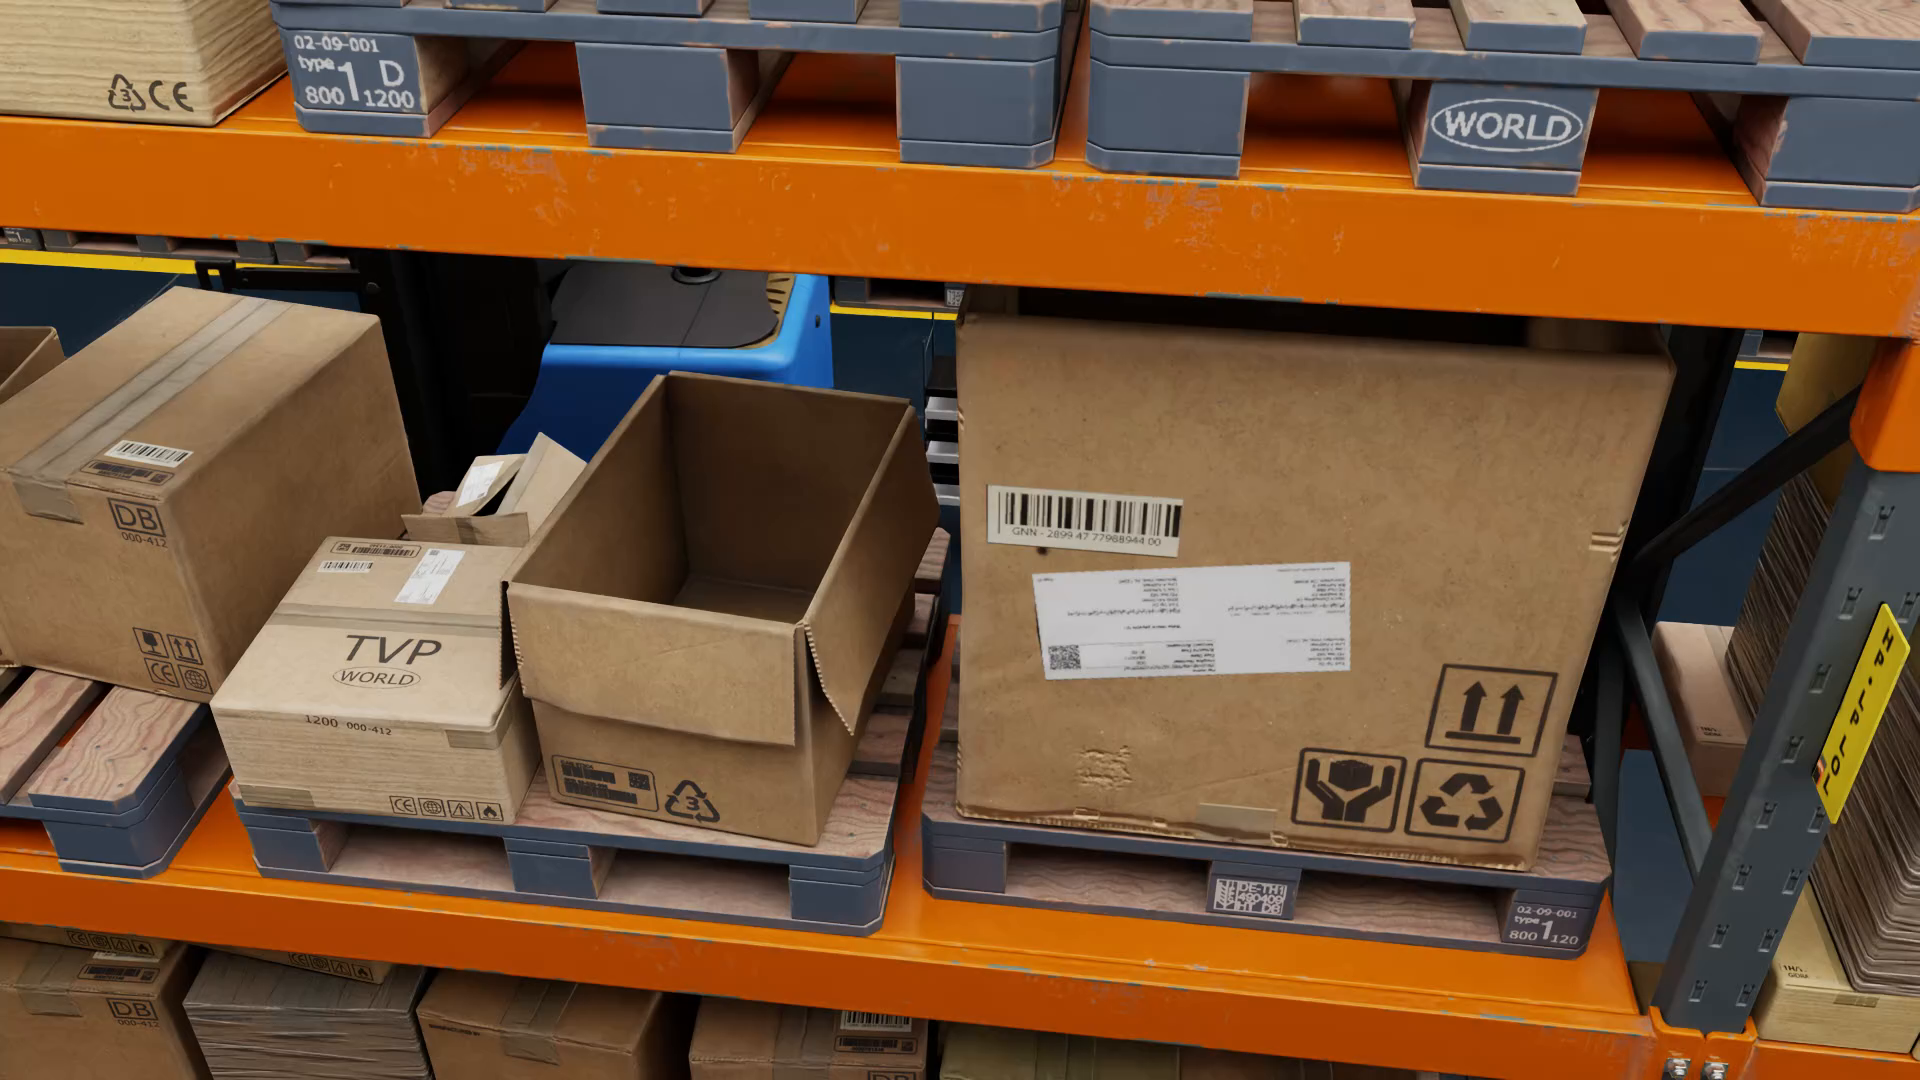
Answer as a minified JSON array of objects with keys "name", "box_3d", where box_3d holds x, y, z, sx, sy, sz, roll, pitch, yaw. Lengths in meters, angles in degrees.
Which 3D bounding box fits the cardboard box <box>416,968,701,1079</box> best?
[{"name":"cardboard box","box_3d":[-0.862,1.050,3.970,0.500,0.500,0.700,7,36,10]}]

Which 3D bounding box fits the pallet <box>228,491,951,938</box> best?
[{"name":"pallet","box_3d":[-0.675,0.303,3.409,1.213,0.211,1.003,4,36,6]}]

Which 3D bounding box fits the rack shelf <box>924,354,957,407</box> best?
[{"name":"rack shelf","box_3d":[3.556,-4.828,9.708,5.840,2.546,12.311,4,36,6]}]

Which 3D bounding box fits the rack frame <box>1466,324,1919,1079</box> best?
[{"name":"rack frame","box_3d":[1.324,0.398,3.110,0.127,3.000,1.000,4,36,6]}]

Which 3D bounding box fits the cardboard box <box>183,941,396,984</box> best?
[{"name":"cardboard box","box_3d":[-1.448,0.701,3.814,0.500,0.250,0.500,8,36,11]}]

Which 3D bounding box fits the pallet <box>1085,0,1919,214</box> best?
[{"name":"pallet","box_3d":[0.725,-0.854,2.444,1.003,0.211,1.213,4,36,6]}]

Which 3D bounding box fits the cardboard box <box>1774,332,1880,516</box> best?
[{"name":"cardboard box","box_3d":[1.805,-0.296,2.880,0.500,0.500,0.500,4,36,6]}]

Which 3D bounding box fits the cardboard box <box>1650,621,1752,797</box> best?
[{"name":"cardboard box","box_3d":[1.574,0.347,3.398,0.250,0.149,0.380,4,36,6]}]

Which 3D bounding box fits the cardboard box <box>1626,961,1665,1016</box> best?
[{"name":"cardboard box","box_3d":[1.715,1.297,3.641,0.500,0.500,0.500,3,36,5]}]

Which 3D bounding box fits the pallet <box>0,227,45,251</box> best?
[{"name":"pallet","box_3d":[-5.107,-1.853,8.664,1.213,0.211,1.003,4,36,6]}]

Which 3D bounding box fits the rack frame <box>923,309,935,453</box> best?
[{"name":"rack frame","box_3d":[-0.109,-0.374,6.000,0.006,0.900,0.240,4,36,6]}]

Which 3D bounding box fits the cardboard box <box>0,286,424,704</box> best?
[{"name":"cardboard box","box_3d":[-1.537,-0.109,3.373,0.500,0.500,0.700,9,37,13]}]

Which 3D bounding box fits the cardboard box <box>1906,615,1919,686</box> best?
[{"name":"cardboard box","box_3d":[1.738,0.009,2.453,0.500,0.500,0.500,4,36,6]}]

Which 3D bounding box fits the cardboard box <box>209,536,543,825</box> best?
[{"name":"cardboard box","box_3d":[-1.011,0.249,3.087,0.500,0.250,0.500,3,36,5]}]

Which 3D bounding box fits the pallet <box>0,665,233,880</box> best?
[{"name":"pallet","box_3d":[-1.923,0.171,3.593,1.003,0.211,1.213,4,36,6]}]

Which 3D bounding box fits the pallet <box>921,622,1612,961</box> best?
[{"name":"pallet","box_3d":[0.584,0.336,3.363,1.213,0.211,1.003,4,36,6]}]

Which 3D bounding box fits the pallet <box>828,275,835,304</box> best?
[{"name":"pallet","box_3d":[-1.139,-1.512,8.186,1.213,0.211,1.003,4,36,6]}]

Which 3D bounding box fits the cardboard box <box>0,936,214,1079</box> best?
[{"name":"cardboard box","box_3d":[-1.977,0.978,4.070,0.500,0.500,0.700,2,36,3]}]

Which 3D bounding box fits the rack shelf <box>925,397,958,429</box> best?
[{"name":"rack shelf","box_3d":[-0.008,-0.486,5.904,0.200,0.077,0.258,4,36,6]}]

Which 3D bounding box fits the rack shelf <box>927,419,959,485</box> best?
[{"name":"rack shelf","box_3d":[-0.008,-0.338,6.010,0.200,0.252,0.258,4,36,6]}]

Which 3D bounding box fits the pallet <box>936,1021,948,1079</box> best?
[{"name":"pallet","box_3d":[-0.662,1.387,4.124,1.213,0.211,1.003,4,36,6]}]

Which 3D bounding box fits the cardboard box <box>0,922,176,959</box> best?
[{"name":"cardboard box","box_3d":[-1.975,0.667,3.860,0.500,0.250,0.500,6,36,8]}]

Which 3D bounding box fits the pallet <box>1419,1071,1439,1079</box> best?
[{"name":"pallet","box_3d":[0.551,1.476,4.000,1.213,0.211,1.003,4,36,6]}]

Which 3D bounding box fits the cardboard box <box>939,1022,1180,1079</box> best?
[{"name":"cardboard box","box_3d":[0.247,1.132,3.854,0.500,0.500,0.700,4,36,6]}]

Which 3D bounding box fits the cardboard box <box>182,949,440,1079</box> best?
[{"name":"cardboard box","box_3d":[-1.425,1.012,4.023,0.500,0.500,0.700,1,36,2]}]

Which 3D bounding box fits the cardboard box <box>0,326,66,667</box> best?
[{"name":"cardboard box","box_3d":[-2.103,-0.093,3.350,0.500,0.500,0.500,0,36,0]}]

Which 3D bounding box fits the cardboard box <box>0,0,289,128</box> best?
[{"name":"cardboard box","box_3d":[-1.190,-0.806,2.344,0.500,0.250,0.500,5,36,7]}]

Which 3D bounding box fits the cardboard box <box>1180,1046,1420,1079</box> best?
[{"name":"cardboard box","box_3d":[0.717,1.178,3.790,0.500,0.500,0.700,2,36,2]}]

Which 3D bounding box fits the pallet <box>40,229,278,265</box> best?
[{"name":"pallet","box_3d":[-3.893,-1.764,8.540,1.213,0.211,1.003,4,36,6]}]

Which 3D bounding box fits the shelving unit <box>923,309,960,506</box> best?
[{"name":"shelving unit","box_3d":[3.554,-4.564,9.896,5.845,3.194,12.311,4,36,6]}]

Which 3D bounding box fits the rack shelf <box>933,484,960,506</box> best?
[{"name":"rack shelf","box_3d":[-0.008,-0.193,6.113,0.200,0.077,0.258,4,36,6]}]

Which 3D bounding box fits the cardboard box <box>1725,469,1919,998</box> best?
[{"name":"cardboard box","box_3d":[1.762,0.305,2.898,0.500,0.500,0.875,4,36,6]}]

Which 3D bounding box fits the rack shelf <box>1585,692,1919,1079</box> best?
[{"name":"rack shelf","box_3d":[3.307,0.839,3.112,4.000,0.370,1.077,4,36,6]}]

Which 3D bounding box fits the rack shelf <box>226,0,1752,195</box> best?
[{"name":"rack shelf","box_3d":[-0.660,-0.787,2.578,3.809,0.052,0.919,4,36,6]}]

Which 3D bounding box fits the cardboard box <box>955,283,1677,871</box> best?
[{"name":"cardboard box","box_3d":[0.554,-0.157,3.009,1.000,1.000,1.000,4,36,6]}]

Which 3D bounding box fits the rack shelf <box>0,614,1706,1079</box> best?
[{"name":"rack shelf","box_3d":[-0.660,0.543,3.527,4.000,0.370,1.077,4,36,6]}]

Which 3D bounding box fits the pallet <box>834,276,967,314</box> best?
[{"name":"pallet","box_3d":[0.067,-1.420,8.058,1.213,0.211,1.003,4,36,6]}]

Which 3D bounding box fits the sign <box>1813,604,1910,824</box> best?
[{"name":"sign","box_3d":[1.257,0.247,2.326,0.005,0.325,0.100,4,36,6]}]

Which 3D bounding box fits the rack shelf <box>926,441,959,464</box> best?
[{"name":"rack shelf","box_3d":[-0.008,-0.340,6.009,0.200,0.077,0.258,4,36,6]}]

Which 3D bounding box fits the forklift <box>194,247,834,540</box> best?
[{"name":"forklift","box_3d":[-2.515,0.792,2.617,3.693,2.935,8.118,2,36,2]}]

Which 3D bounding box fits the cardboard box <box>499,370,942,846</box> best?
[{"name":"cardboard box","box_3d":[-0.407,0.110,3.063,0.637,0.503,0.797,8,36,11]}]

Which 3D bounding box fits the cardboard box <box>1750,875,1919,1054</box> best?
[{"name":"cardboard box","box_3d":[1.499,0.689,2.918,0.250,0.149,0.380,4,36,6]}]

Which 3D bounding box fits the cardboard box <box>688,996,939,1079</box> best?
[{"name":"cardboard box","box_3d":[-0.308,1.091,3.912,0.500,0.500,0.700,1,36,2]}]
